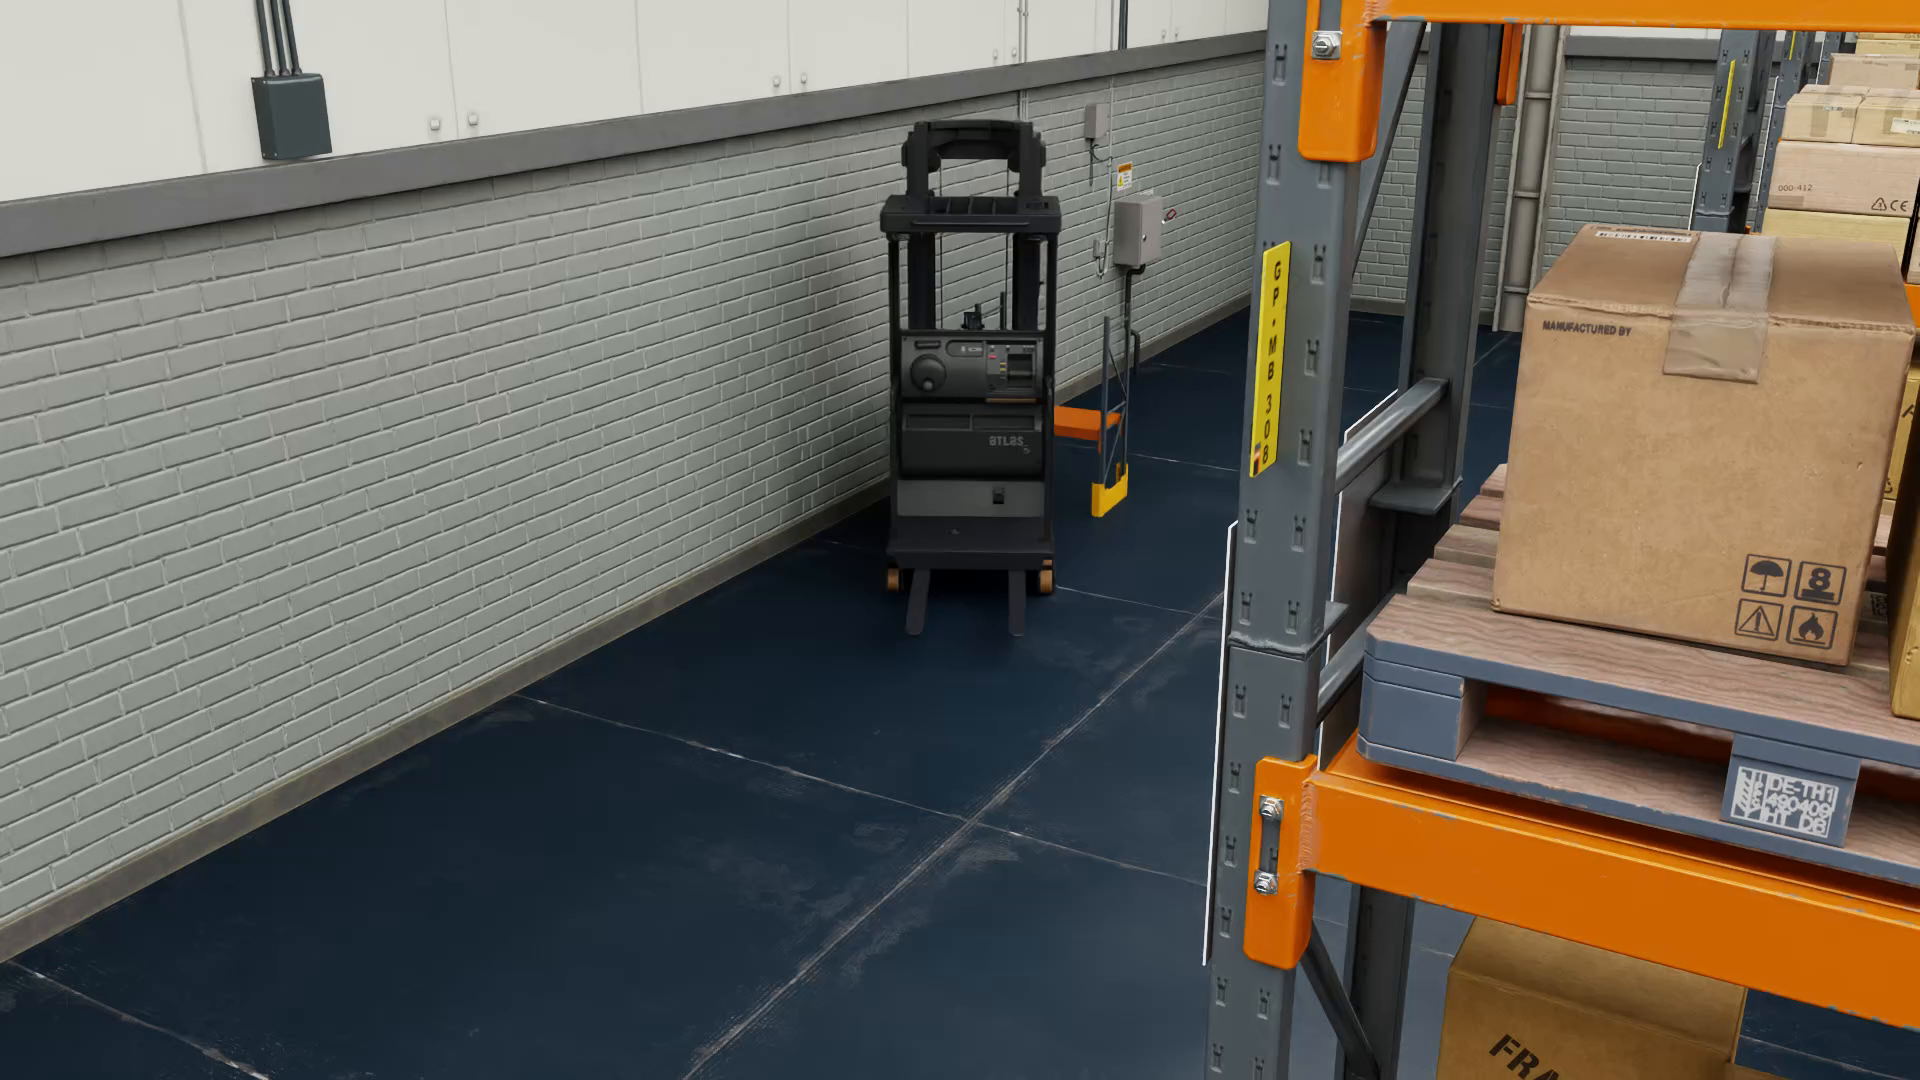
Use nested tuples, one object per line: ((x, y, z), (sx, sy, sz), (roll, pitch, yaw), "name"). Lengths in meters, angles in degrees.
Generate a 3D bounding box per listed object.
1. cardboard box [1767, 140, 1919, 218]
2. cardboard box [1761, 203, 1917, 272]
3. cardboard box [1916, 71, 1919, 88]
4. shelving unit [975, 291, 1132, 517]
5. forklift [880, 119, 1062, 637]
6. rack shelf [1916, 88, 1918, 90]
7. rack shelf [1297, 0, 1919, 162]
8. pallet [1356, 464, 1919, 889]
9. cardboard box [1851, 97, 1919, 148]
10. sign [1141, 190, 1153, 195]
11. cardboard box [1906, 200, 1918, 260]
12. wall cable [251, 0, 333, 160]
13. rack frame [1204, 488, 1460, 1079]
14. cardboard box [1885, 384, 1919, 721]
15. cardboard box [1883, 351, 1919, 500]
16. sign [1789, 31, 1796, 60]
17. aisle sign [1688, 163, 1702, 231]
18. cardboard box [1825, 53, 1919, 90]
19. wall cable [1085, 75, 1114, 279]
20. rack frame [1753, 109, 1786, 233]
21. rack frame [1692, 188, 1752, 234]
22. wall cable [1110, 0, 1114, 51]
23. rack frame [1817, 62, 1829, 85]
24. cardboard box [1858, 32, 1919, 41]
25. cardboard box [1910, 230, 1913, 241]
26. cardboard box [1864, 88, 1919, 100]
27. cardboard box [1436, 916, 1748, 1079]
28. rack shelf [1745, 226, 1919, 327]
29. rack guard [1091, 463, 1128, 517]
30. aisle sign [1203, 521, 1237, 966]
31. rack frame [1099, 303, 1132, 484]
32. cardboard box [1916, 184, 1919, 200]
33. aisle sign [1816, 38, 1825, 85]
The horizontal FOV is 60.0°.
((3.491, -1.445, 6.538), (0.500, 0.250, 0.500), (11, 23, 28), "cardboard box")
((3.493, -1.211, 6.626), (0.500, 0.250, 0.500), (12, 23, 29), "cardboard box")
((8.592, -4.077, 14.676), (0.250, 0.149, 0.380), (11, 23, 28), "cardboard box")
((0.682, -1.044, 12.544), (1.083, 1.500, 0.587), (9, 22, 24), "shelving unit")
((0.075, -1.130, 10.683), (1.130, 2.935, 3.031), (1, 20, 2), "forklift")
((9.715, -3.730, 14.406), (4.000, 0.370, 1.077), (11, 23, 27), "rack shelf")
((2.465, -0.524, 1.755), (4.000, 0.370, 1.077), (11, 23, 27), "rack shelf")
((1.372, 0.189, 2.676), (1.213, 0.211, 1.003), (11, 23, 27), "pallet")
((3.611, -1.615, 6.422), (0.250, 0.149, 0.380), (12, 23, 29), "cardboard box")
((1.830, -3.181, 16.376), (0.001, 0.494, 0.329), (11, 23, 27), "sign")
((3.752, -1.365, 7.051), (0.500, 0.250, 0.500), (10, 22, 26), "cardboard box")
((-2.537, -4.862, 7.353), (0.120, 5.999, 2.277), (11, 23, 27), "wall cable")
((0.719, 1.437, 3.504), (0.127, 3.000, 1.000), (11, 23, 27), "rack frame")
((1.631, -0.064, 2.335), (0.500, 0.500, 0.700), (10, 22, 25), "cardboard box")
((3.932, -0.444, 6.640), (0.500, 0.500, 0.500), (12, 23, 29), "cardboard box")
((5.276, -3.207, 10.510), (0.005, 0.325, 0.100), (11, 23, 27), "sign")
((3.016, -1.167, 6.872), (0.004, 0.787, 0.394), (11, 23, 27), "aisle sign")
((5.989, -3.049, 10.930), (0.500, 0.250, 0.500), (9, 22, 22), "cardboard box")
((1.299, -3.345, 15.199), (0.122, 1.984, 0.588), (11, 23, 27), "wall cable")
((5.552, -1.513, 11.637), (0.127, 3.000, 1.000), (11, 23, 27), "rack frame")
((3.226, -0.022, 7.528), (0.127, 3.000, 1.000), (11, 23, 27), "rack frame")
((0.818, -5.419, 13.606), (0.029, 3.000, 2.355), (11, 23, 27), "wall cable")
((7.969, -2.991, 15.712), (0.127, 3.000, 1.000), (11, 23, 27), "rack frame")
((8.234, -4.557, 14.681), (0.500, 0.250, 0.500), (11, 22, 27), "cardboard box")
((6.287, -1.781, 10.764), (0.500, 0.500, 0.500), (10, 22, 26), "cardboard box")
((3.838, -1.753, 6.802), (0.250, 0.149, 0.380), (11, 23, 28), "cardboard box")
((1.272, 1.018, 3.343), (0.500, 0.500, 0.500), (11, 23, 28), "cardboard box")
((4.972, -0.762, 6.222), (4.000, 0.370, 1.077), (11, 23, 27), "rack shelf")
((1.131, -0.384, 12.556), (0.087, 0.250, 0.587), (9, 22, 24), "rack guard")
((0.510, 0.293, 2.847), (0.004, 0.787, 0.394), (11, 23, 27), "aisle sign")
((1.149, -0.968, 12.335), (0.032, 1.500, 0.500), (9, 22, 24), "rack frame")
((3.752, -1.596, 6.954), (0.500, 0.250, 0.500), (10, 22, 26), "cardboard box")
((7.767, -4.137, 15.059), (0.004, 0.787, 0.394), (11, 23, 27), "aisle sign")
